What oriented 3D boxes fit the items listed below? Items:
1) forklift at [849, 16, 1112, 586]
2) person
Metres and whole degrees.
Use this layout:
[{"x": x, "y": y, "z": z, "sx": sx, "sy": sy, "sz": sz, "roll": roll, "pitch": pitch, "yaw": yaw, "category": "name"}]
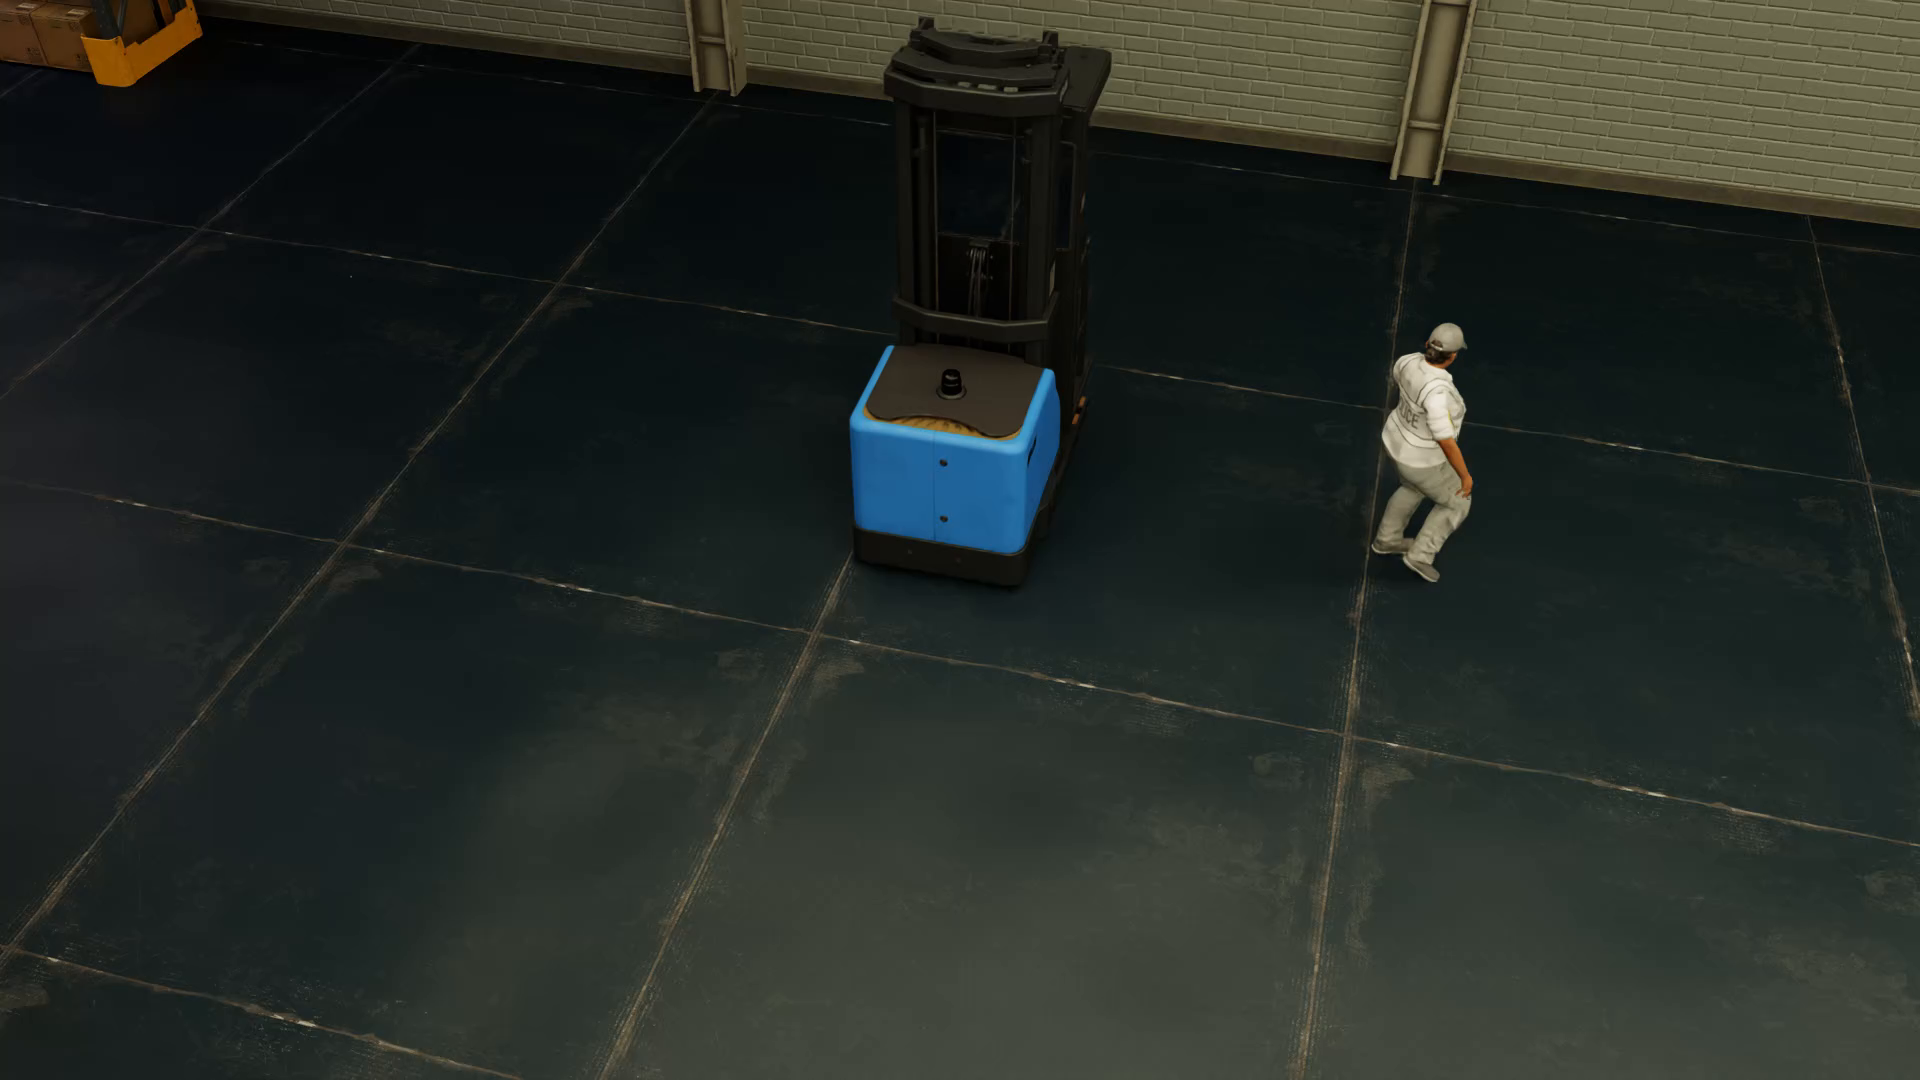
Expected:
[{"x": 0.233, "y": -1.819, "z": 9.937, "sx": 1.130, "sy": 2.935, "sz": 3.031, "roll": 10, "pitch": 42, "yaw": 11, "category": "forklift"}, {"x": 2.648, "y": -0.520, "z": 9.469, "sx": 0.490, "sy": 1.674, "sz": 0.796, "roll": -6, "pitch": 42, "yaw": -6, "category": "person"}]
